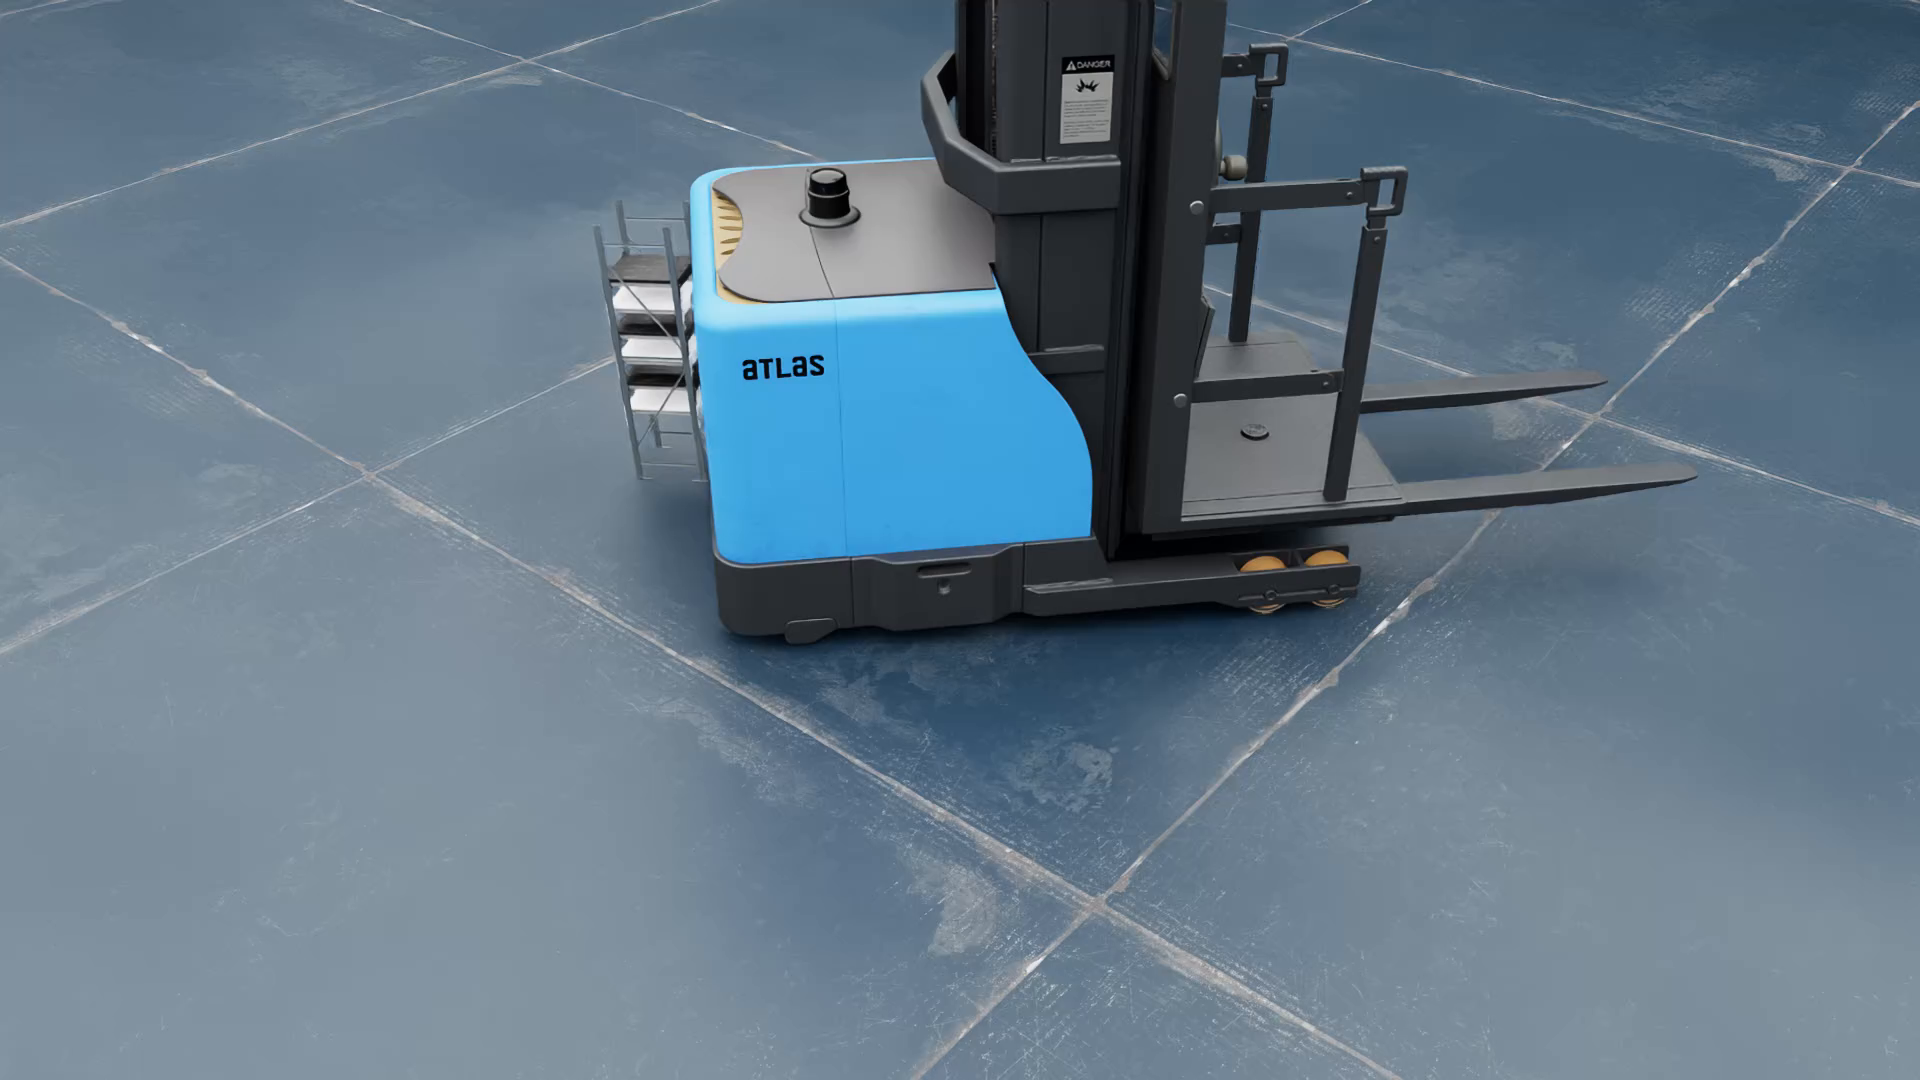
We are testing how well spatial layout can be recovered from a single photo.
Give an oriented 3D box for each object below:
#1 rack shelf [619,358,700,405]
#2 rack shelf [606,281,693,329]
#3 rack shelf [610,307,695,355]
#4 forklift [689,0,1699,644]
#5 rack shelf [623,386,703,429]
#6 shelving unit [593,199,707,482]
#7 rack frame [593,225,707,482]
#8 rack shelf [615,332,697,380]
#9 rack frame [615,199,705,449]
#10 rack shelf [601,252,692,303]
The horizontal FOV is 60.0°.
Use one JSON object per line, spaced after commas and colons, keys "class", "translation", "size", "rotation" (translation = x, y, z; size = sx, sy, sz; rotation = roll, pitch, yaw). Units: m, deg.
{"class": "rack shelf", "translation": [-0.954, -0.527, 5.425], "size": [0.258, 0.077, 0.200], "rotation": [3, 34, 9]}
{"class": "rack shelf", "translation": [-0.966, -0.752, 5.277], "size": [0.258, 0.077, 0.200], "rotation": [3, 34, 9]}
{"class": "rack shelf", "translation": [-0.962, -0.677, 5.327], "size": [0.258, 0.077, 0.200], "rotation": [3, 34, 9]}
{"class": "forklift", "translation": [0.744, -1.286, 4.533], "size": [3.031, 2.935, 1.130], "rotation": [-5, 35, -7]}
{"class": "rack shelf", "translation": [-0.950, -0.451, 5.475], "size": [0.258, 0.077, 0.200], "rotation": [3, 34, 9]}
{"class": "shelving unit", "translation": [-0.959, -0.630, 5.358], "size": [0.258, 0.900, 0.210], "rotation": [3, 34, 9]}
{"class": "rack frame", "translation": [-0.975, -0.574, 5.274], "size": [0.240, 0.900, 0.006], "rotation": [3, 34, 9]}
{"class": "rack shelf", "translation": [-0.958, -0.602, 5.376], "size": [0.258, 0.077, 0.200], "rotation": [3, 34, 9]}
{"class": "rack frame", "translation": [-0.943, -0.685, 5.441], "size": [0.240, 0.900, 0.006], "rotation": [3, 34, 9]}
{"class": "rack shelf", "translation": [-0.970, -0.827, 5.228], "size": [0.258, 0.077, 0.200], "rotation": [3, 34, 9]}
